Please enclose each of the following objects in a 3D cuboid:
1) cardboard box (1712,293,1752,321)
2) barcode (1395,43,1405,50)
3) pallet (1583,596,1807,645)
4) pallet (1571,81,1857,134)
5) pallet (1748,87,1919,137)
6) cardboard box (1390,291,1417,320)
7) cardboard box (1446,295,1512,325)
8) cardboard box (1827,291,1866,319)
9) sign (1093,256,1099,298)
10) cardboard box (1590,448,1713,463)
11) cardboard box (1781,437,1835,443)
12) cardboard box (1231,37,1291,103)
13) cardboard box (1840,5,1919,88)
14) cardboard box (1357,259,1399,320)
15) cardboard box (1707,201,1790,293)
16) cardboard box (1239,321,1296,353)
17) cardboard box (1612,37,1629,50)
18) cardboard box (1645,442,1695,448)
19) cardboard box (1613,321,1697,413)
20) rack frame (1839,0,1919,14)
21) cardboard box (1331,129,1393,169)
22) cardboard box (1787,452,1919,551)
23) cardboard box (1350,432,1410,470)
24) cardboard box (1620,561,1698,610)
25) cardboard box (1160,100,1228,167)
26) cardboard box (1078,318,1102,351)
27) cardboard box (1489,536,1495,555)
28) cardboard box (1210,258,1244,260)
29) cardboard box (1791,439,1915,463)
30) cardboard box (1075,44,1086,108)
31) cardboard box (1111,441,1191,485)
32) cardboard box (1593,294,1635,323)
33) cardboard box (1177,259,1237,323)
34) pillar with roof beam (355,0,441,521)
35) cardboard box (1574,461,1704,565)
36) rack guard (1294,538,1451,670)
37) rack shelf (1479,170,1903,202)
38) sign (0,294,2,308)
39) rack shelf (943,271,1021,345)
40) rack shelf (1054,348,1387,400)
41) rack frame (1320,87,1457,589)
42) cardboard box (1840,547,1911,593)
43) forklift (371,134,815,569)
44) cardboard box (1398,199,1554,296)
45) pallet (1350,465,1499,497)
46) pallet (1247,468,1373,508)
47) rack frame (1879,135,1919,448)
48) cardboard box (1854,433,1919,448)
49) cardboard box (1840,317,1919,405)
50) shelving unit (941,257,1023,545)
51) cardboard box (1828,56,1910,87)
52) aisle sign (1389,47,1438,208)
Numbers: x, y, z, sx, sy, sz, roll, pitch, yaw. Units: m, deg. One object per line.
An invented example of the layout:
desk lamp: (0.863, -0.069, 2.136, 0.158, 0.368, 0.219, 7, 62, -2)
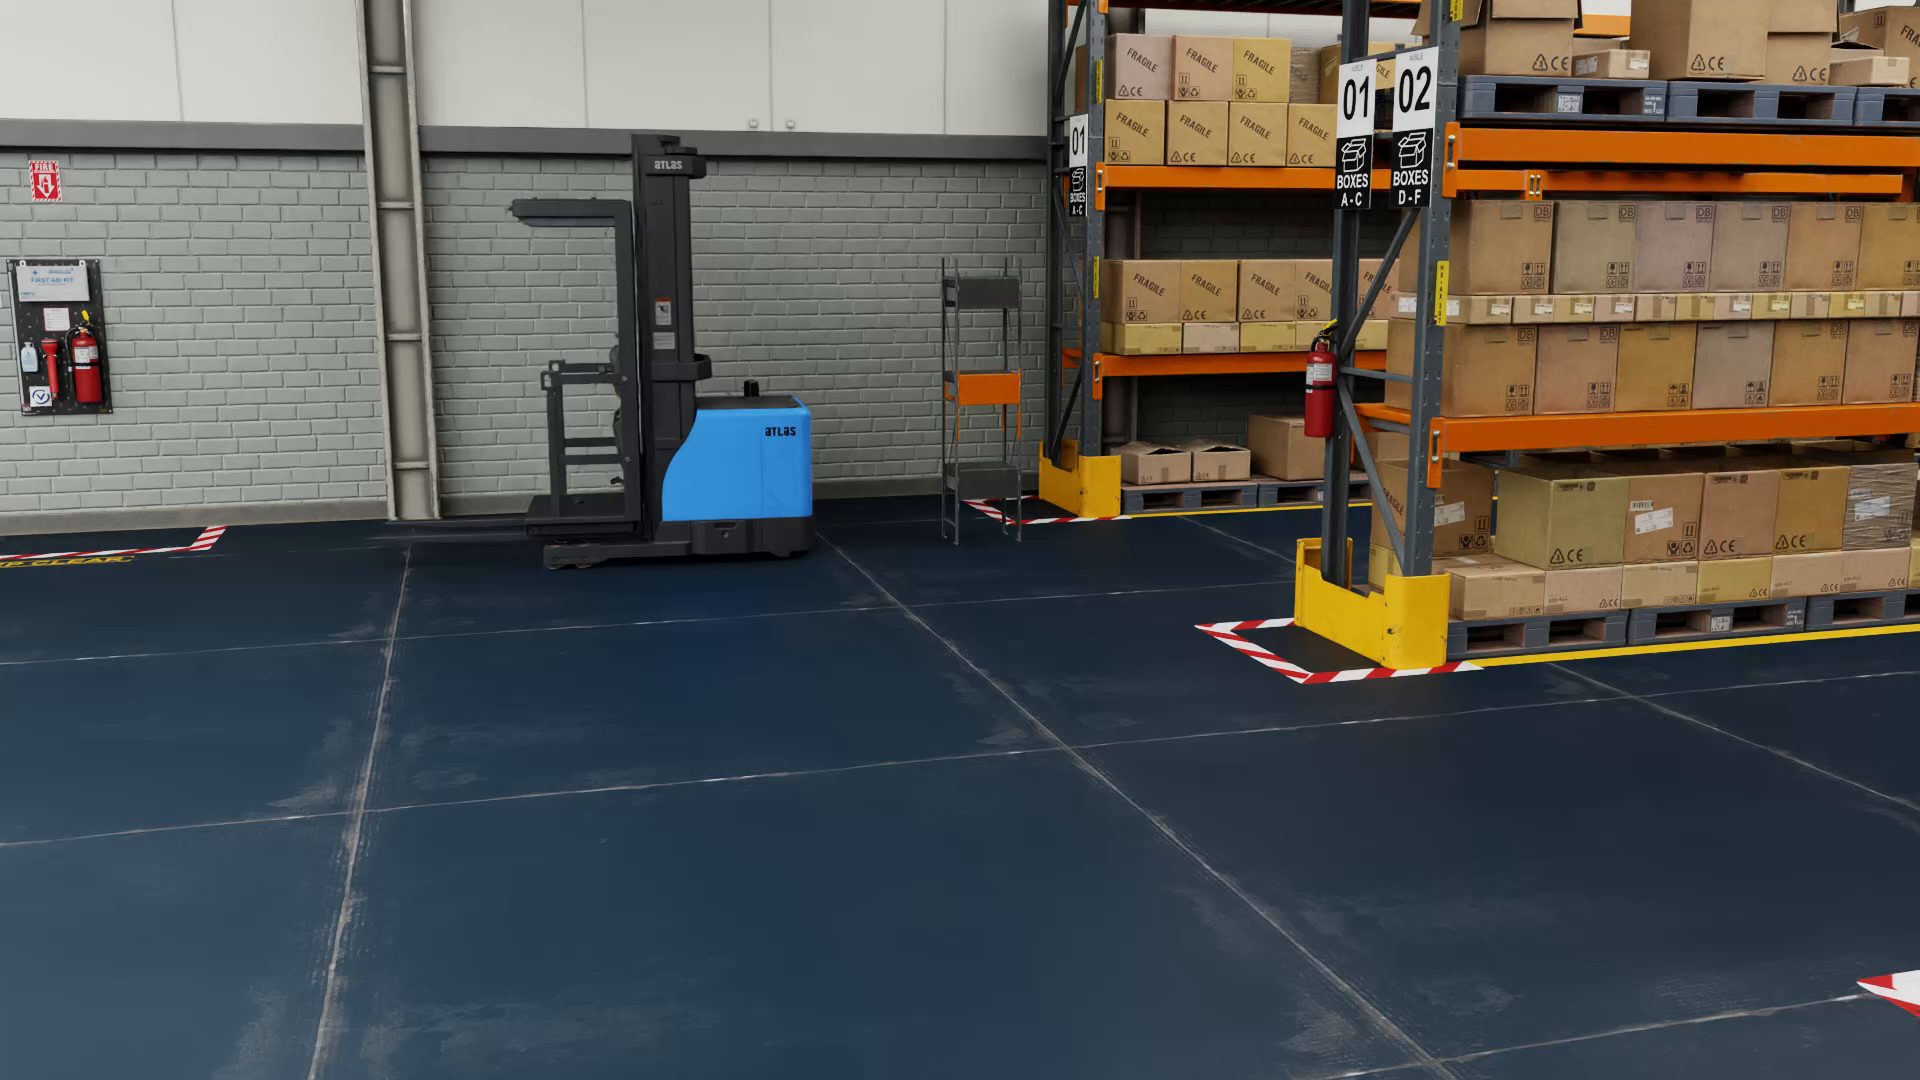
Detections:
cardboard box: (4.229, -1.324, 9.384, 0.250, 0.149, 0.380, -3, 11, -15)
barcode: (2.471, -2.755, 9.340, 0.075, 0.075, 0.001, -3, 11, -16)
pallet: (4.208, 0.369, 9.959, 1.213, 0.211, 1.003, -3, 11, -16)
pallet: (4.176, -2.421, 9.371, 1.213, 0.211, 1.003, -3, 11, -16)
pallet: (5.345, -2.482, 9.702, 1.213, 0.211, 1.003, -3, 11, -16)
cardboard box: (2.630, -1.316, 9.342, 0.250, 0.149, 0.380, -3, 11, -17)
cardboard box: (2.753, -1.246, 8.962, 0.250, 0.149, 0.380, -3, 11, -16)
cardboard box: (4.978, -1.364, 9.602, 0.250, 0.149, 0.380, -3, 11, -16)
sign: (1.080, -2.088, 13.211, 0.005, 0.325, 0.100, -3, 11, -16)
cardboard box: (4.184, -0.276, 10.122, 0.500, 0.500, 0.500, -3, 11, -16)
cardboard box: (7.932, -1.103, 15.940, 0.500, 0.500, 0.700, -3, 11, -15)
cardboard box: (2.350, -3.804, 13.547, 0.500, 0.500, 0.500, -3, 11, -14)
cardboard box: (5.599, -2.918, 10.004, 0.500, 0.500, 0.500, -2, 11, -11)
cardboard box: (3.437, -2.136, 14.152, 0.500, 0.500, 0.500, -3, 11, -18)
cardboard box: (4.287, -1.685, 9.556, 0.500, 0.500, 0.700, -3, 11, -16)
cardboard box: (2.471, -1.715, 13.939, 0.500, 0.250, 0.500, -3, 11, -17)
cardboard box: (3.882, -2.734, 9.529, 0.500, 0.311, 0.500, -2, 11, -9)
cardboard box: (6.454, -1.040, 15.597, 0.500, 0.500, 0.700, -3, 11, -15)
cardboard box: (3.749, -1.017, 9.512, 0.500, 0.500, 0.700, -3, 11, -16)
rack frame: (8.609, -5.112, 15.458, 0.127, 3.000, 1.000, -3, 11, -16)
cardboard box: (3.342, -3.366, 13.932, 0.500, 0.500, 0.500, -3, 11, -18)
cardboard box: (5.289, -0.236, 9.908, 0.500, 0.500, 0.500, -3, 11, -16)
cardboard box: (3.783, -0.886, 14.765, 0.500, 0.500, 0.500, -4, 11, -20)
cardboard box: (3.852, 0.211, 9.551, 0.500, 0.250, 0.500, -3, 11, -16)
cardboard box: (1.844, -3.285, 13.489, 0.500, 0.500, 0.500, -2, 11, -12)
cardboard box: (1.323, -1.750, 14.125, 0.500, 0.250, 0.500, -3, 11, -15)
cardboard box: (3.225, 0.144, 9.911, 0.500, 0.250, 0.500, -3, 11, -16)
cardboard box: (2.302, -2.173, 14.351, 0.500, 0.500, 0.500, -3, 11, -18)
cardboard box: (5.624, -0.352, 10.536, 0.500, 0.500, 0.500, -3, 11, -16)
cardboard box: (1.269, -3.850, 13.794, 0.500, 0.500, 0.500, -3, 11, -13)
cardboard box: (1.617, -0.670, 14.111, 0.500, 0.311, 0.500, -4, 11, -22)
cardboard box: (3.489, -1.285, 9.172, 0.250, 0.149, 0.380, -3, 11, -17)
cardboard box: (1.948, -2.056, 13.720, 0.500, 0.500, 0.500, -3, 11, -16)
pillar with roof beam: (-3.199, -3.841, 8.554, 0.400, 9.000, 9.100, -3, 11, -16)
cardboard box: (3.849, -0.160, 9.494, 0.500, 0.500, 0.500, -3, 11, -16)
rack guard: (2.293, 0.335, 9.345, 0.348, 0.500, 1.175, -3, 11, -16)
rack shelf: (6.689, -3.181, 15.245, 4.000, 0.370, 1.077, -3, 11, -16)
sign: (-7.339, -1.787, 12.406, 0.331, 0.109, 0.001, -3, 11, -16)
rack shelf: (0.159, -1.716, 12.278, 0.480, 0.518, 0.431, -3, 11, -16)
rack shelf: (2.848, -1.504, 14.417, 4.000, 0.370, 1.077, -3, 11, -16)
rack frame: (2.316, -0.895, 9.125, 0.127, 3.000, 1.000, -3, 11, -16)
cardboard box: (5.290, 0.133, 9.974, 0.500, 0.250, 0.500, -3, 11, -16)
forklift: (-2.603, -1.342, 11.743, 3.031, 2.935, 1.130, -2, 11, -10)
cardboard box: (2.819, -1.607, 9.130, 0.500, 0.500, 0.700, -3, 11, -16)
pallet: (4.134, -0.547, 14.936, 1.213, 0.211, 1.003, -3, 11, -16)
pallet: (2.960, -0.485, 14.597, 1.213, 0.211, 1.003, -3, 11, -16)
rack frame: (6.157, -1.098, 10.225, 0.127, 3.000, 1.000, -3, 11, -16)
cardboard box: (9.352, -1.325, 16.236, 0.750, 0.750, 0.750, -3, 11, -17)
cardboard box: (5.228, -1.096, 9.937, 0.500, 0.500, 0.700, -3, 11, -17)
shelving unit: (0.159, -1.041, 12.402, 0.503, 2.100, 0.431, -3, 11, -16)
cardboard box: (5.075, -2.616, 9.336, 0.250, 0.149, 0.380, -3, 11, -16)
aisle sign: (2.339, -2.117, 8.583, 0.004, 0.787, 0.394, -3, 11, -16)
